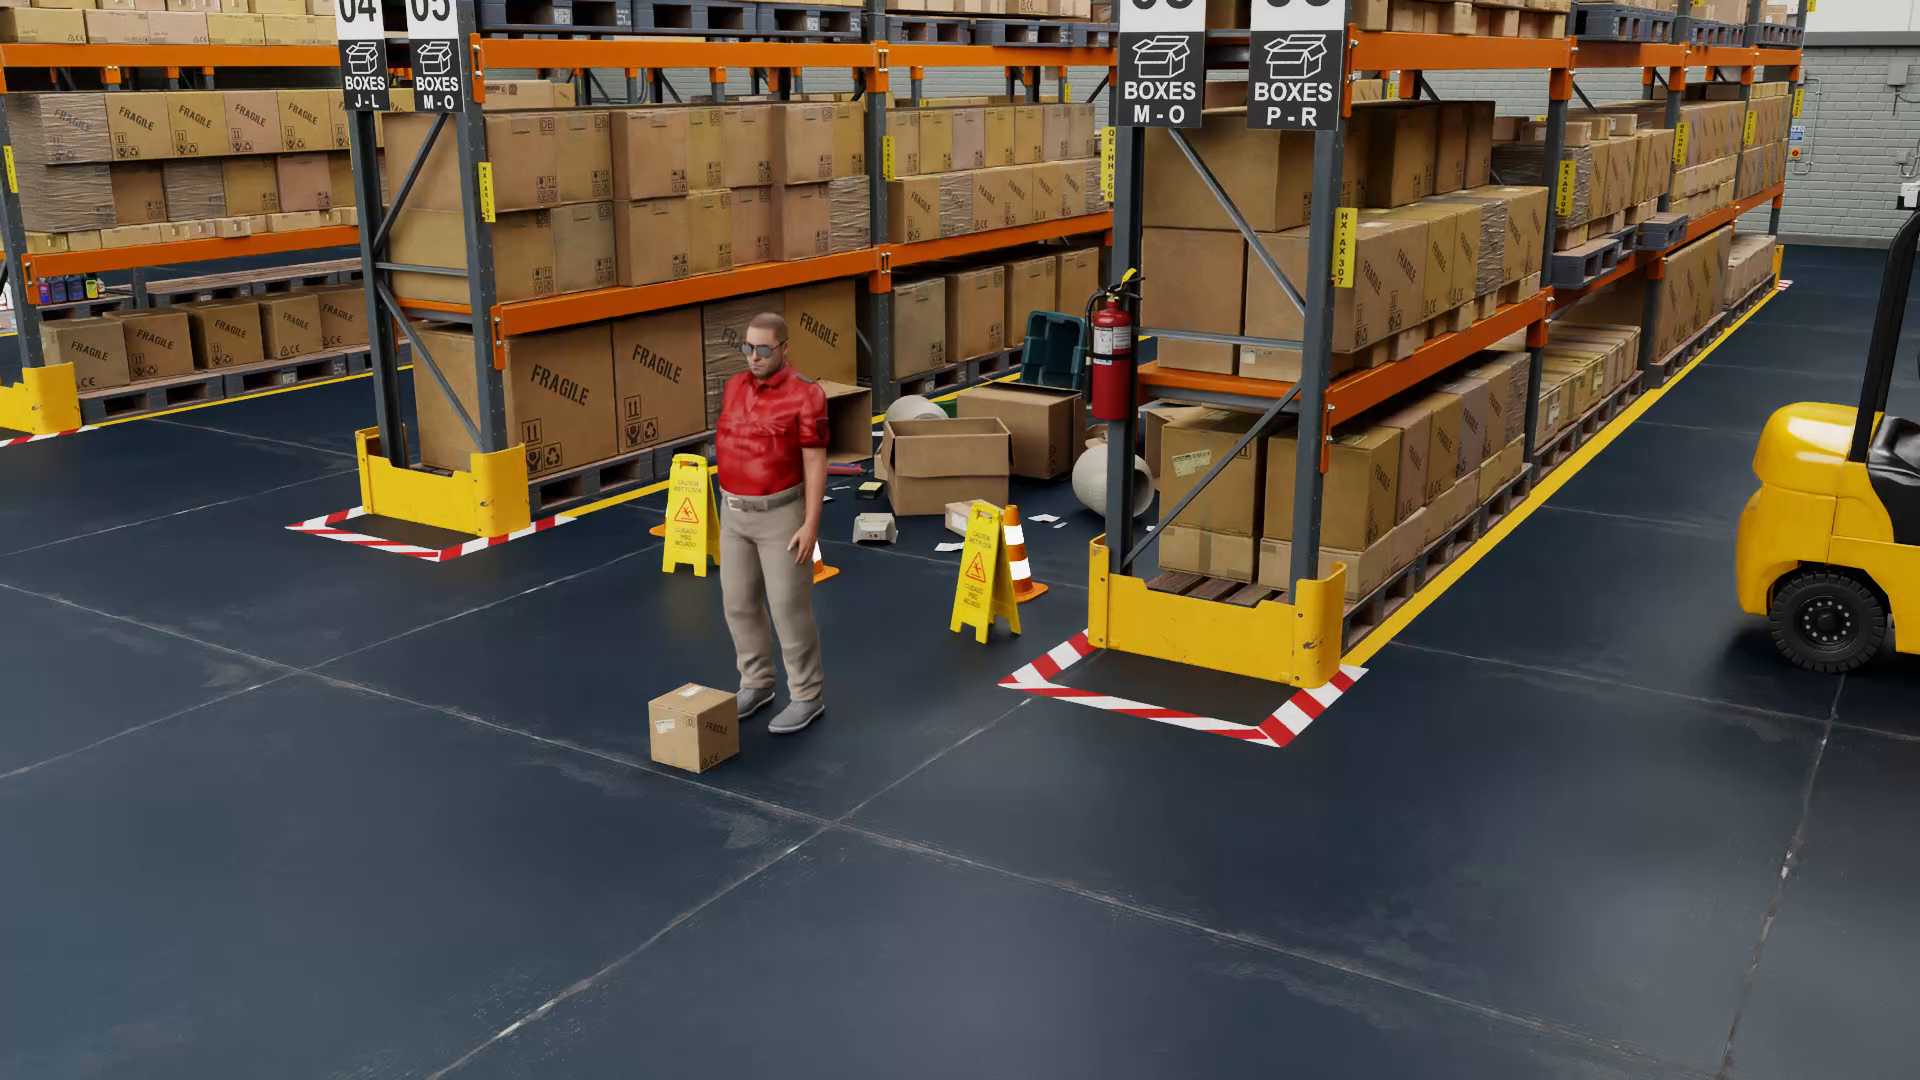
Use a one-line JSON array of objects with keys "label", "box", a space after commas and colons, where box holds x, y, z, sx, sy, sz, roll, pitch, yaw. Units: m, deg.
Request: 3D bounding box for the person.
[{"label": "person", "box": [-0.787, -0.070, 6.826, 0.528, 1.721, 0.360, 10, 19, 31]}]
